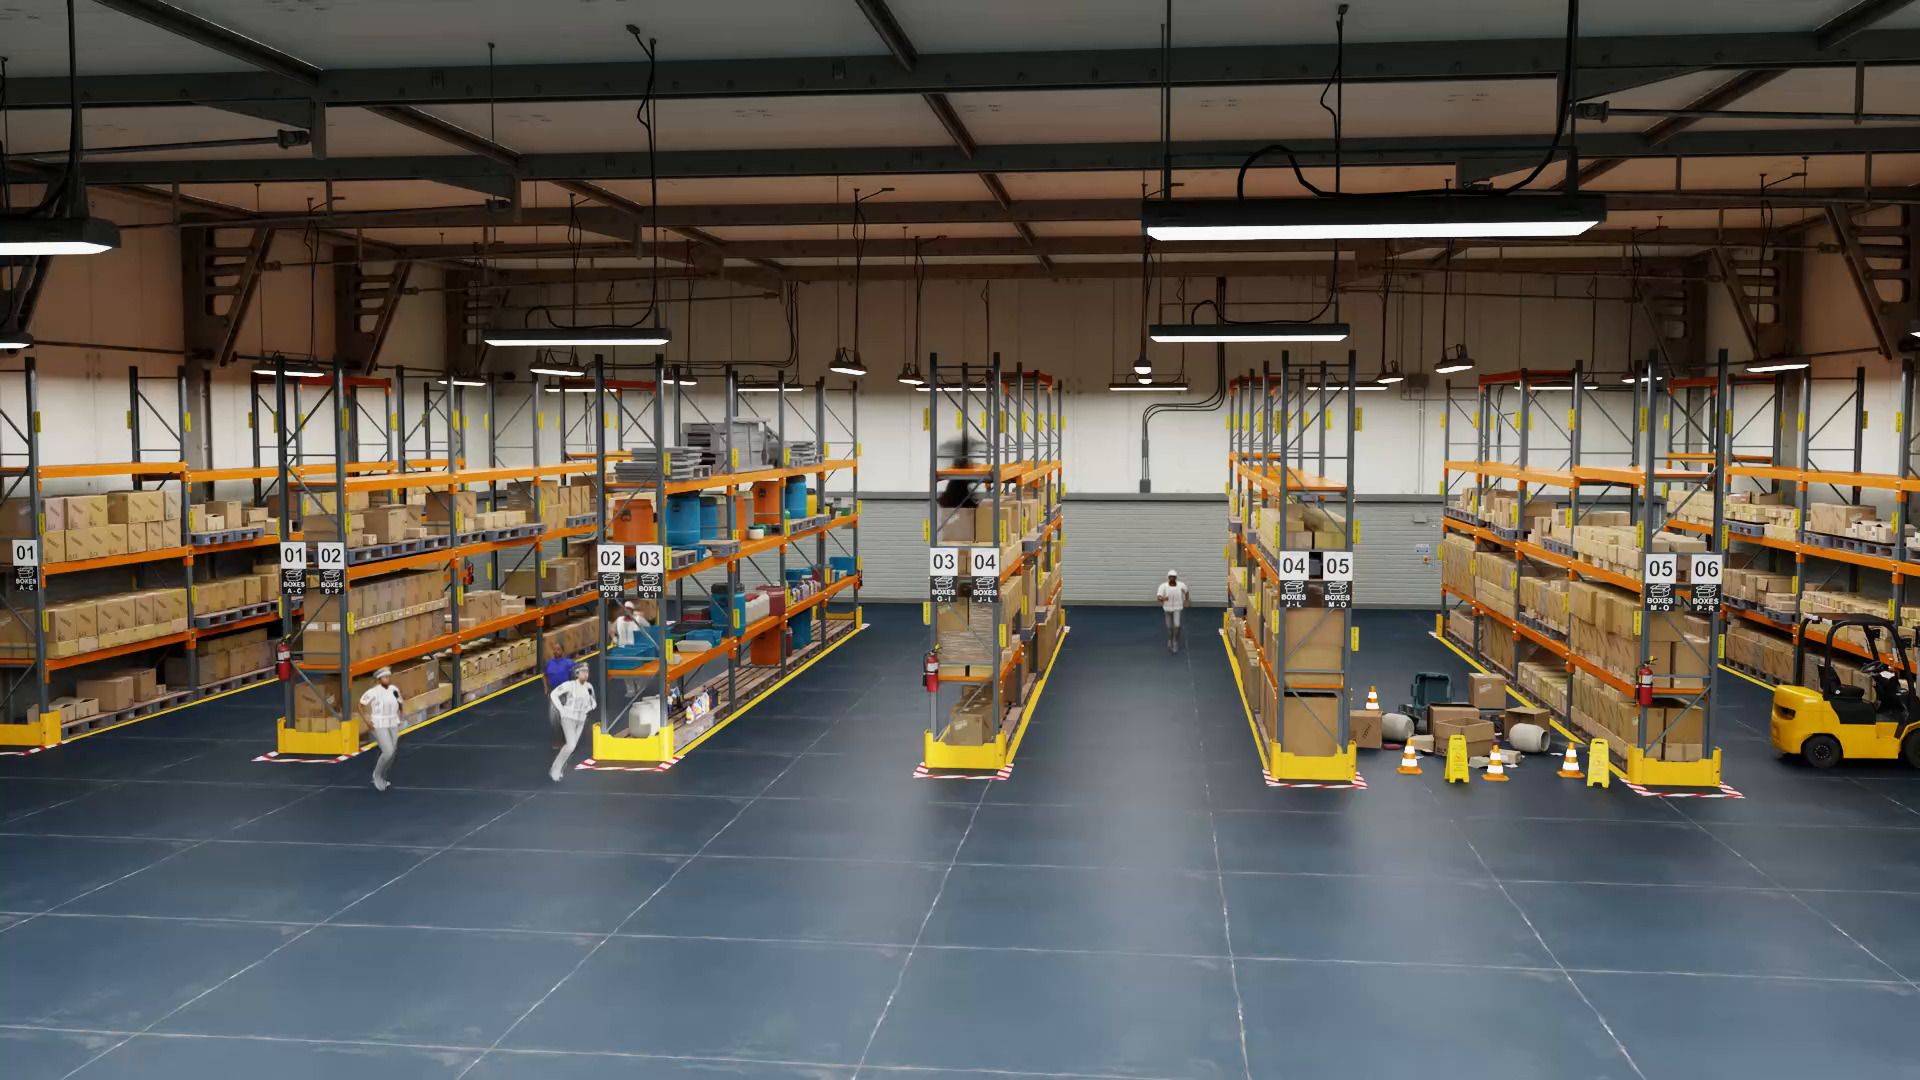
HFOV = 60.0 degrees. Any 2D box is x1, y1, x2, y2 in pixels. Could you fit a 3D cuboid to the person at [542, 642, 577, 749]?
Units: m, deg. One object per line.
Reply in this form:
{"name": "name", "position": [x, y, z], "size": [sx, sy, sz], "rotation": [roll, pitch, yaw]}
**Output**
{"name": "person", "position": [-6.172, 2.387, 25.732], "size": [0.597, 1.604, 0.571], "rotation": [0, 4, 6]}

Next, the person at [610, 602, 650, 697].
{"name": "person", "position": [-6.005, 1.992, 30.159], "size": [0.738, 1.744, 0.572], "rotation": [1, 4, 8]}

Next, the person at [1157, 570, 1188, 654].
{"name": "person", "position": [4.639, 1.558, 36.270], "size": [0.670, 1.824, 0.849], "rotation": [1, 4, 10]}

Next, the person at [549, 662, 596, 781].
{"name": "person", "position": [-5.424, 2.533, 23.343], "size": [0.592, 1.645, 0.658], "rotation": [4, 6, 44]}

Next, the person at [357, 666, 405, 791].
{"name": "person", "position": [-7.820, 2.558, 22.651], "size": [0.587, 1.694, 0.634], "rotation": [3, 5, 36]}
